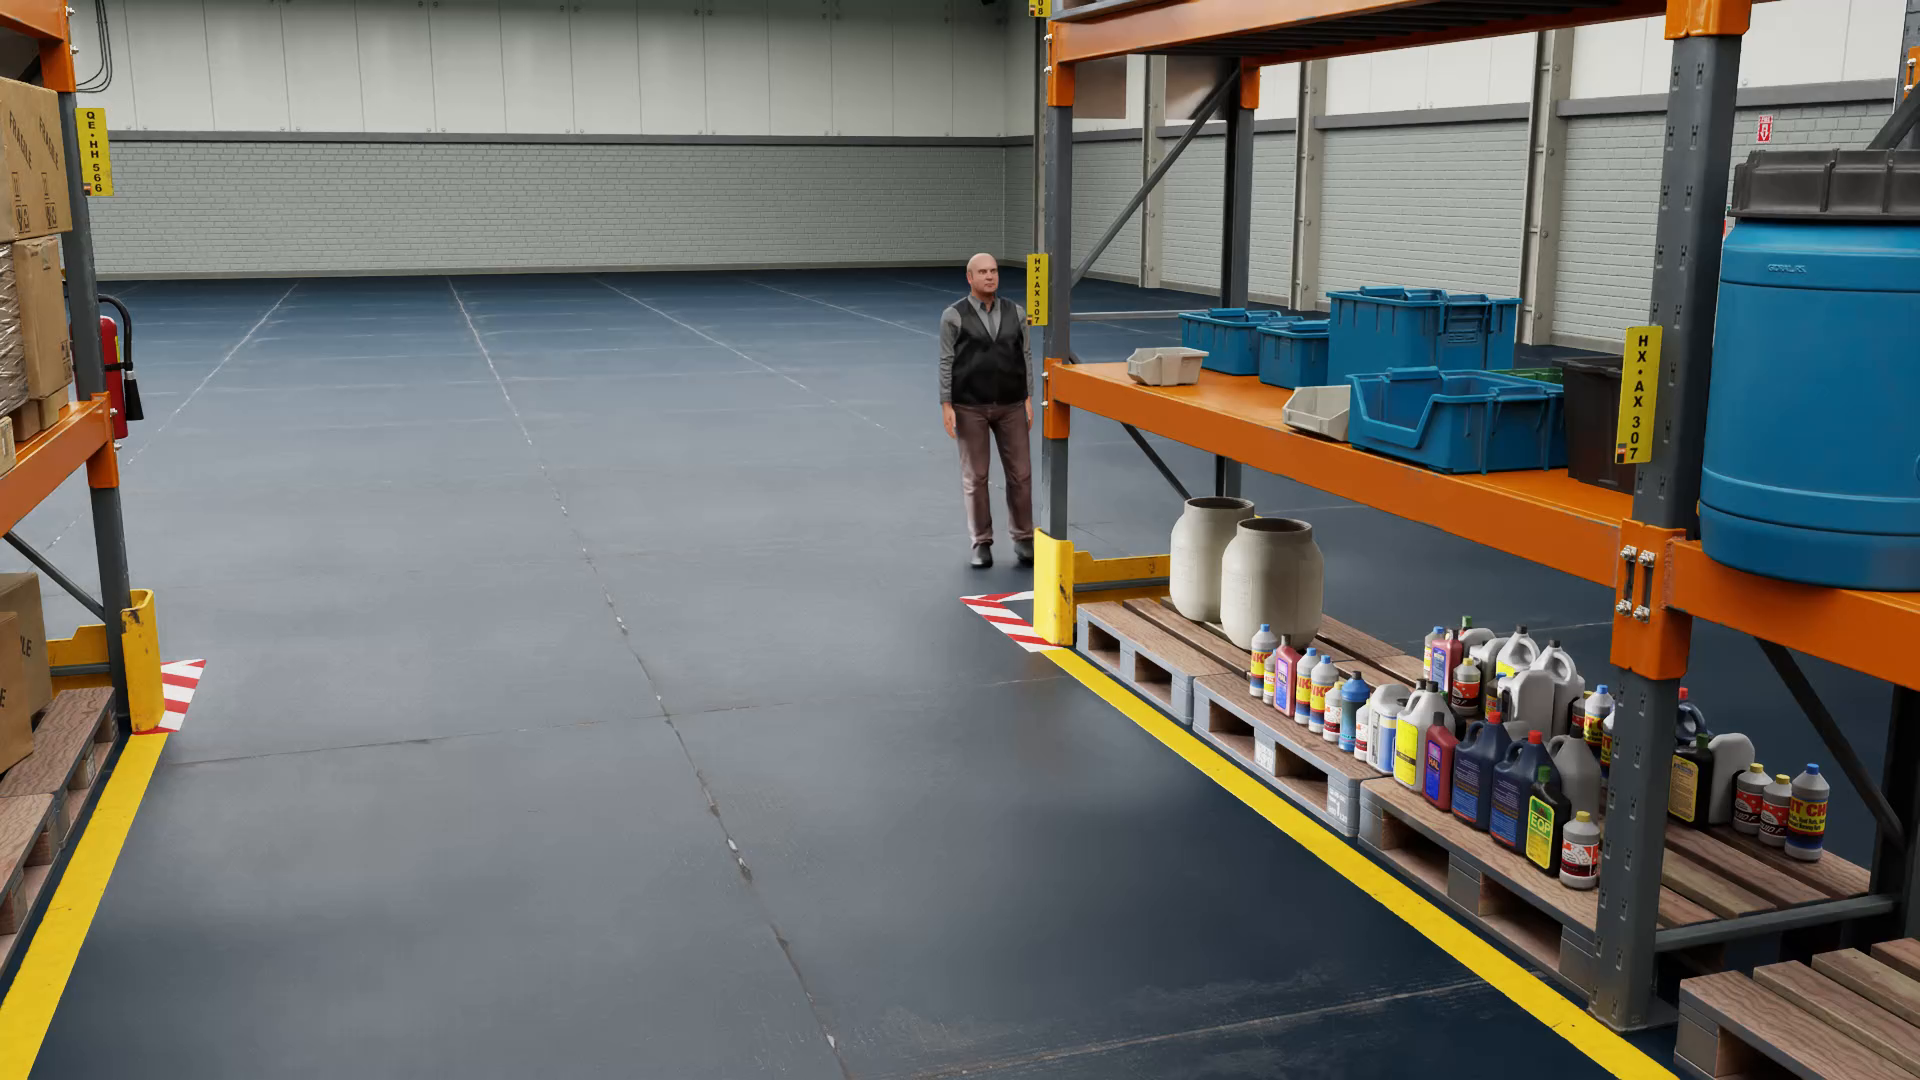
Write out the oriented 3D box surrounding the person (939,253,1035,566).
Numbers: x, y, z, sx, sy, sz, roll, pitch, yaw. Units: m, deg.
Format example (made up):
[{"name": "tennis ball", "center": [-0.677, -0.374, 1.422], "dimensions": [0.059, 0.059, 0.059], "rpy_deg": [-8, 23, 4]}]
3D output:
[{"name": "person", "center": [0.163, -0.729, 9.317], "dimensions": [0.566, 1.727, 0.386], "rpy_deg": [-3, 13, -13]}]
